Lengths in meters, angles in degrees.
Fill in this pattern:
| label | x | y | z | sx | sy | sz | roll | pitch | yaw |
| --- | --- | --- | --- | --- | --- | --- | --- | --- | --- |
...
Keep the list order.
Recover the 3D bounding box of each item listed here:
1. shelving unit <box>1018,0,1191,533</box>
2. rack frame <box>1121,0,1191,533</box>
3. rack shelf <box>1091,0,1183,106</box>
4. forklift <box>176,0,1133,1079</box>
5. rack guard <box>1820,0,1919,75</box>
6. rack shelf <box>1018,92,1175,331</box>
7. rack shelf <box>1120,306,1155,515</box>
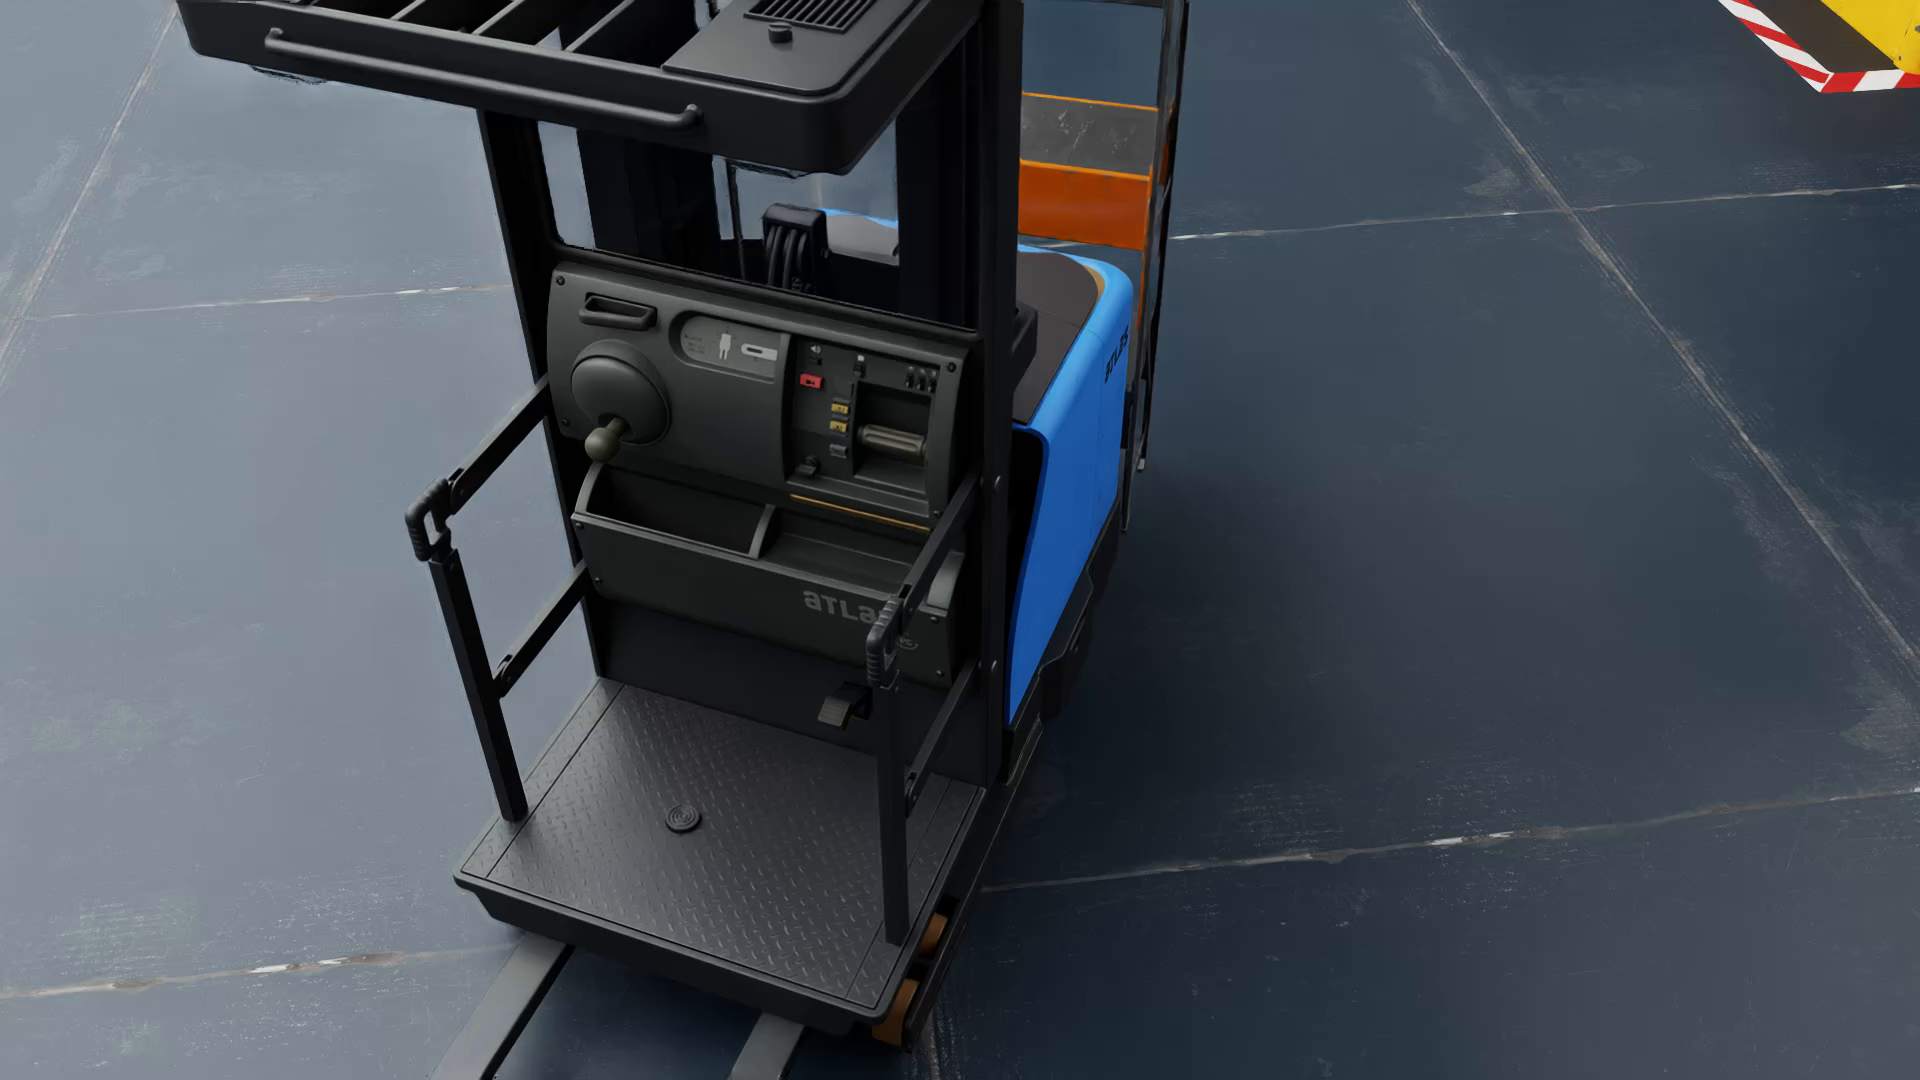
| label | x | y | z | sx | sy | sz | roll | pitch | yaw |
| --- | --- | --- | --- | --- | --- | --- | --- | --- | --- |
| shelving unit | 0.332 | -0.974 | 4.762 | 0.503 | 2.100 | 0.431 | 10 | 43 | 11 |
| rack frame | 0.568 | -0.933 | 4.717 | 0.015 | 2.100 | 0.400 | 10 | 43 | 11 |
| rack shelf | 0.332 | -1.484 | 4.303 | 0.480 | 0.518 | 0.431 | 10 | 43 | 11 |
| forklift | -0.511 | -0.217 | 3.303 | 1.130 | 2.935 | 3.031 | 14 | 44 | 15 |
| rack guard | 4.430 | -2.710 | 7.881 | 0.348 | 0.500 | 1.175 | -5 | 42 | -6 |
| rack shelf | 0.332 | -0.964 | 4.772 | 0.480 | 0.518 | 0.431 | 10 | 43 | 11 |
| rack shelf | 0.332 | -0.444 | 5.240 | 0.480 | 0.518 | 0.431 | 10 | 43 | 11 |
